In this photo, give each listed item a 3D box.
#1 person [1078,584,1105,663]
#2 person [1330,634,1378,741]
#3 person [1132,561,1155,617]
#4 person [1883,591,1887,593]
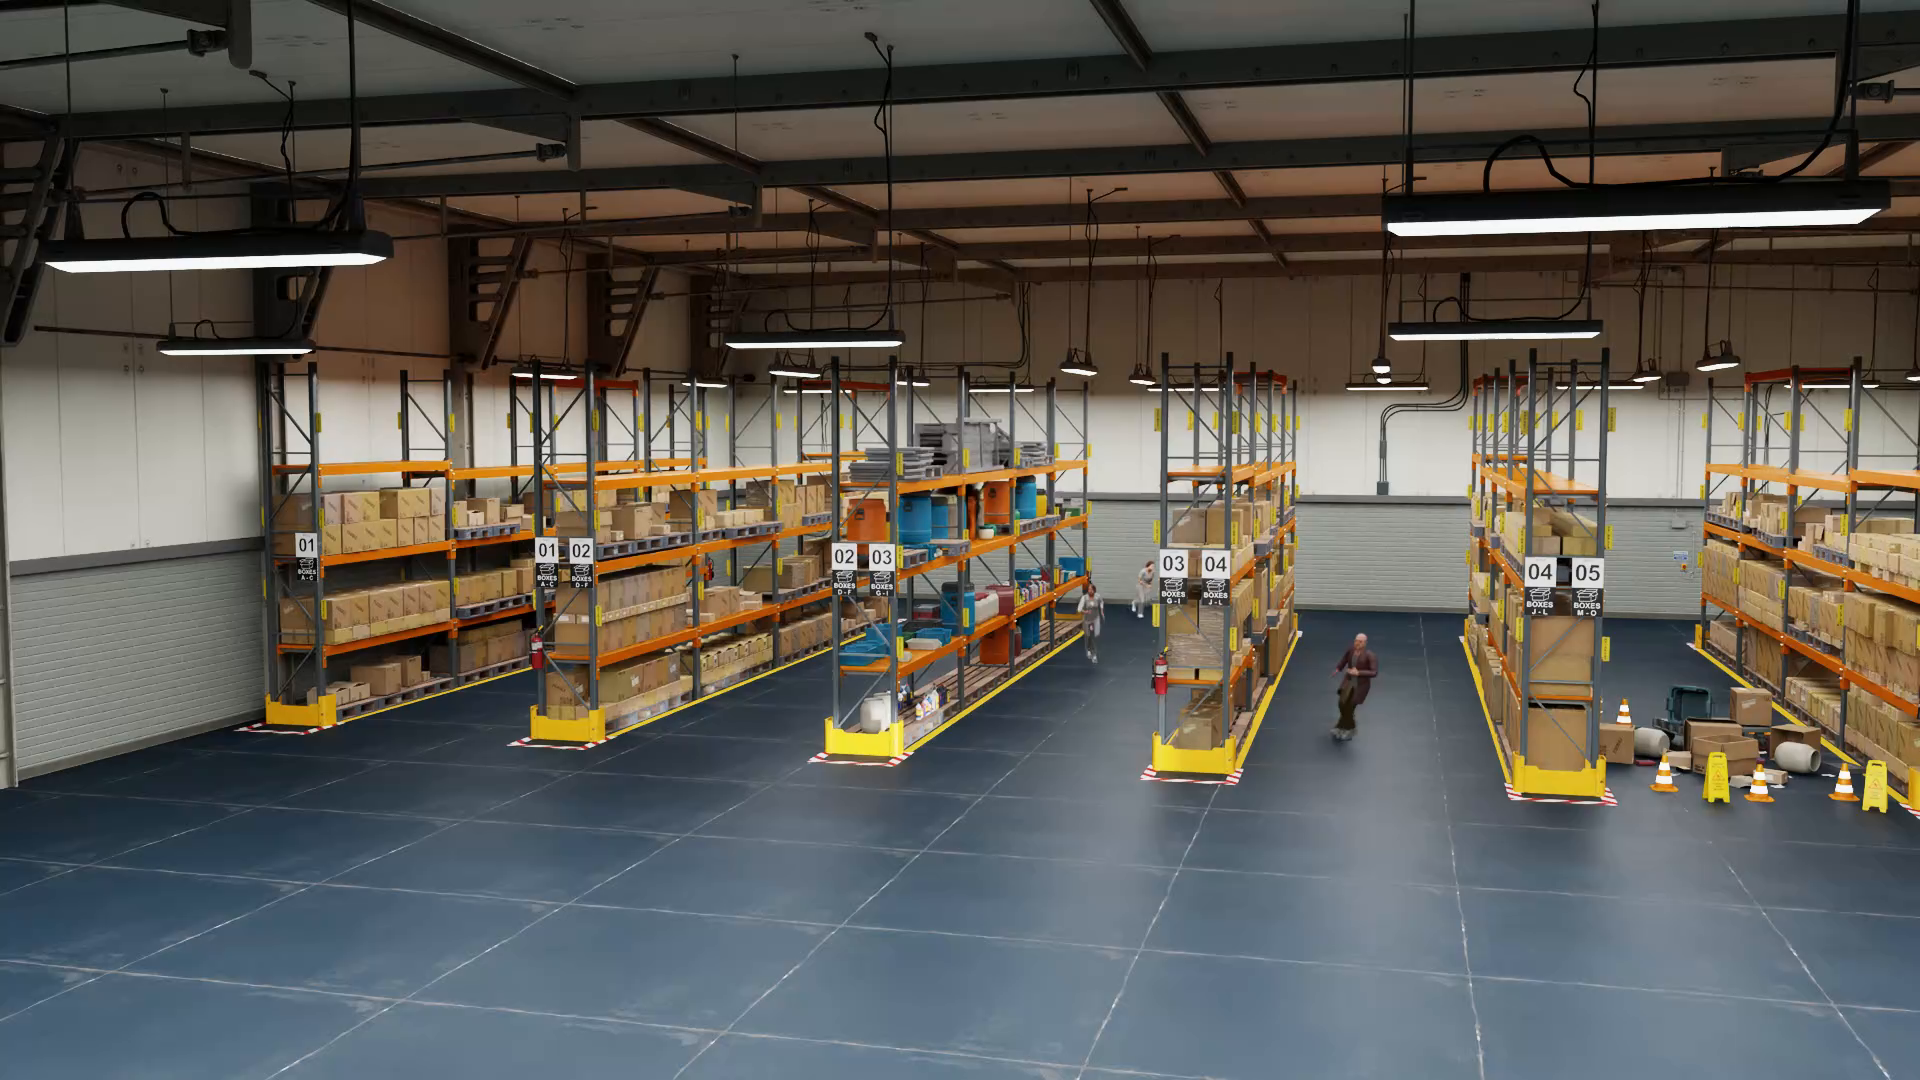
[{"bbox_3d":[2.618,1.633,33.252,0.549,1.546,0.895,0,4,0],"label":"person"},{"bbox_3d":[6.218,2.295,26.255,0.829,1.681,0.771,2,5,28],"label":"person"},{"bbox_3d":[4.755,1.254,42.877,0.584,1.490,0.803,-3,5,-36],"label":"person"},{"bbox_3d":[18.336,1.845,32.650,0.683,1.732,0.799,0,4,-6],"label":"person"}]
